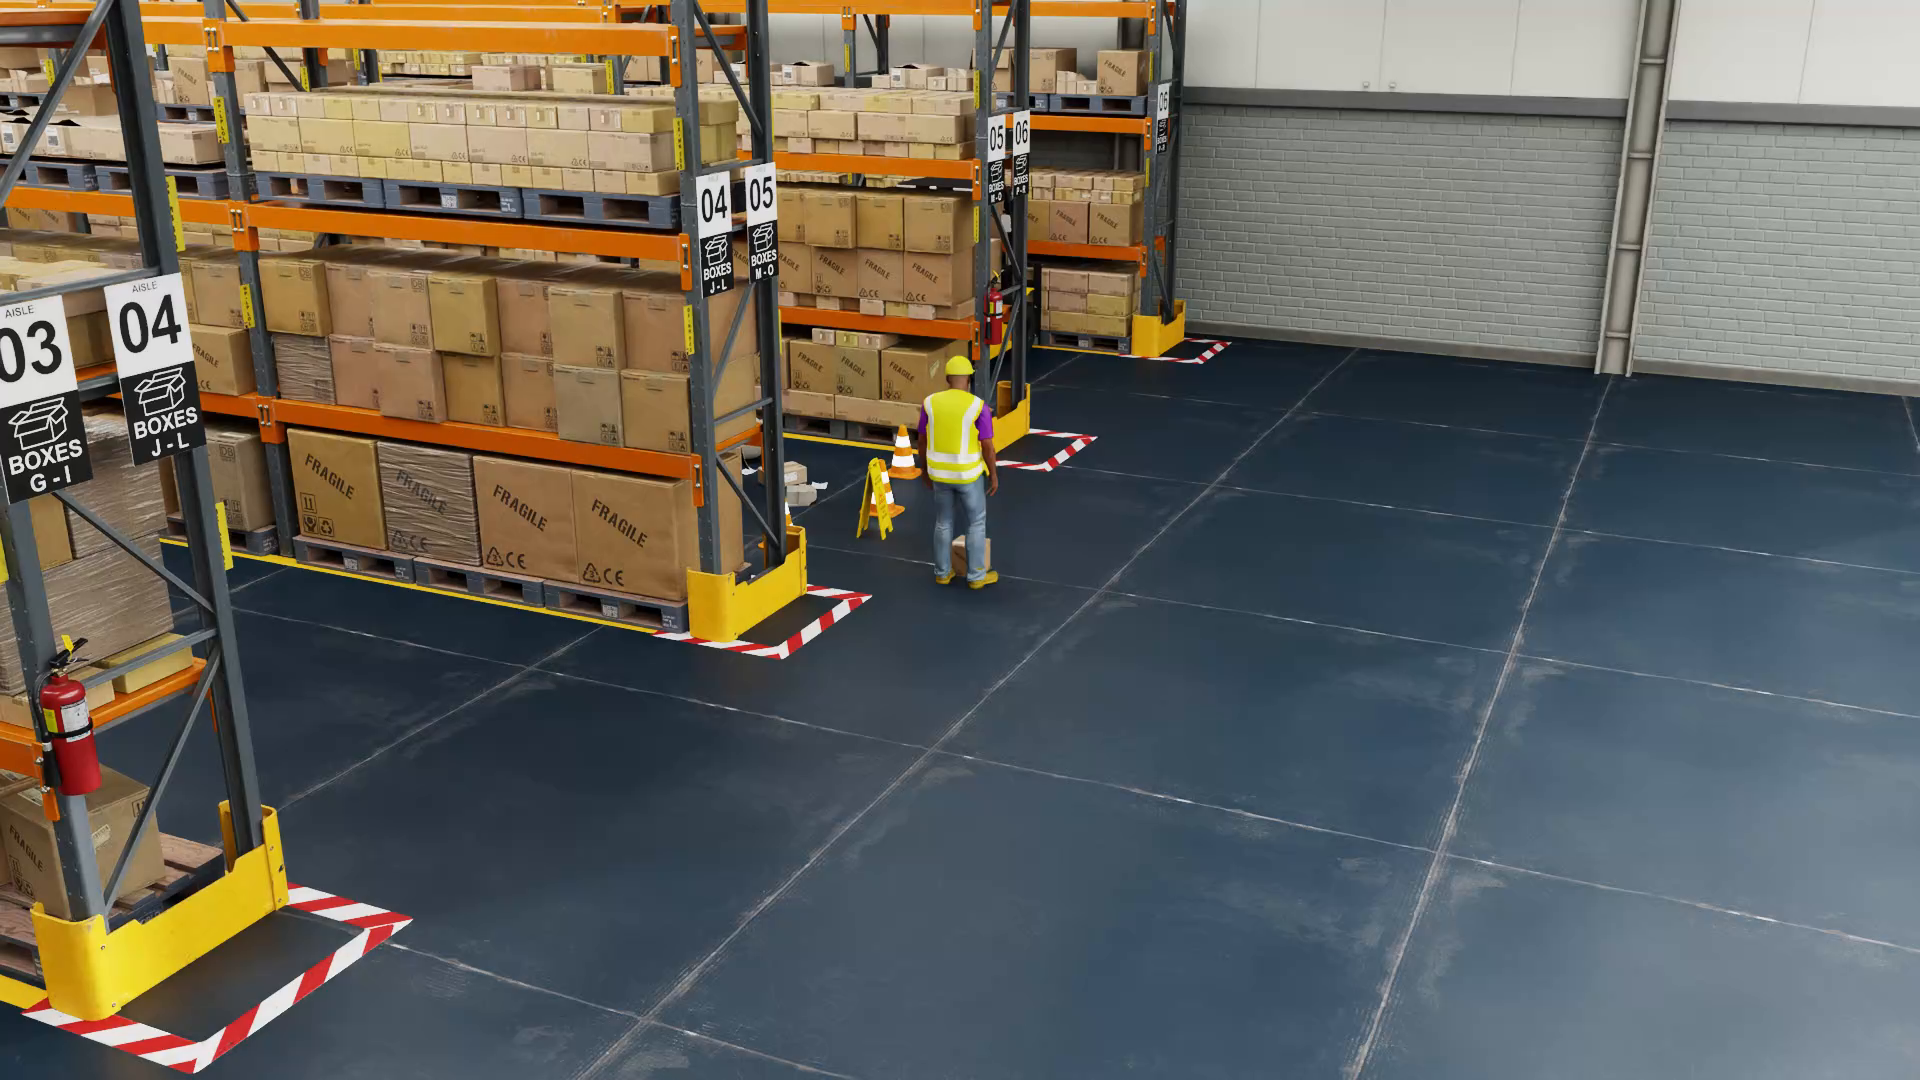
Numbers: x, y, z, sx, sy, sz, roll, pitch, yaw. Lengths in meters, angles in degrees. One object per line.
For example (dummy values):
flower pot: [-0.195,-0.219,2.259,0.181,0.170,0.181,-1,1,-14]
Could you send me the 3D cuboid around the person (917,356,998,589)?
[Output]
person: [-0.012,-0.512,12.533,0.619,1.759,0.461,7,20,21]
